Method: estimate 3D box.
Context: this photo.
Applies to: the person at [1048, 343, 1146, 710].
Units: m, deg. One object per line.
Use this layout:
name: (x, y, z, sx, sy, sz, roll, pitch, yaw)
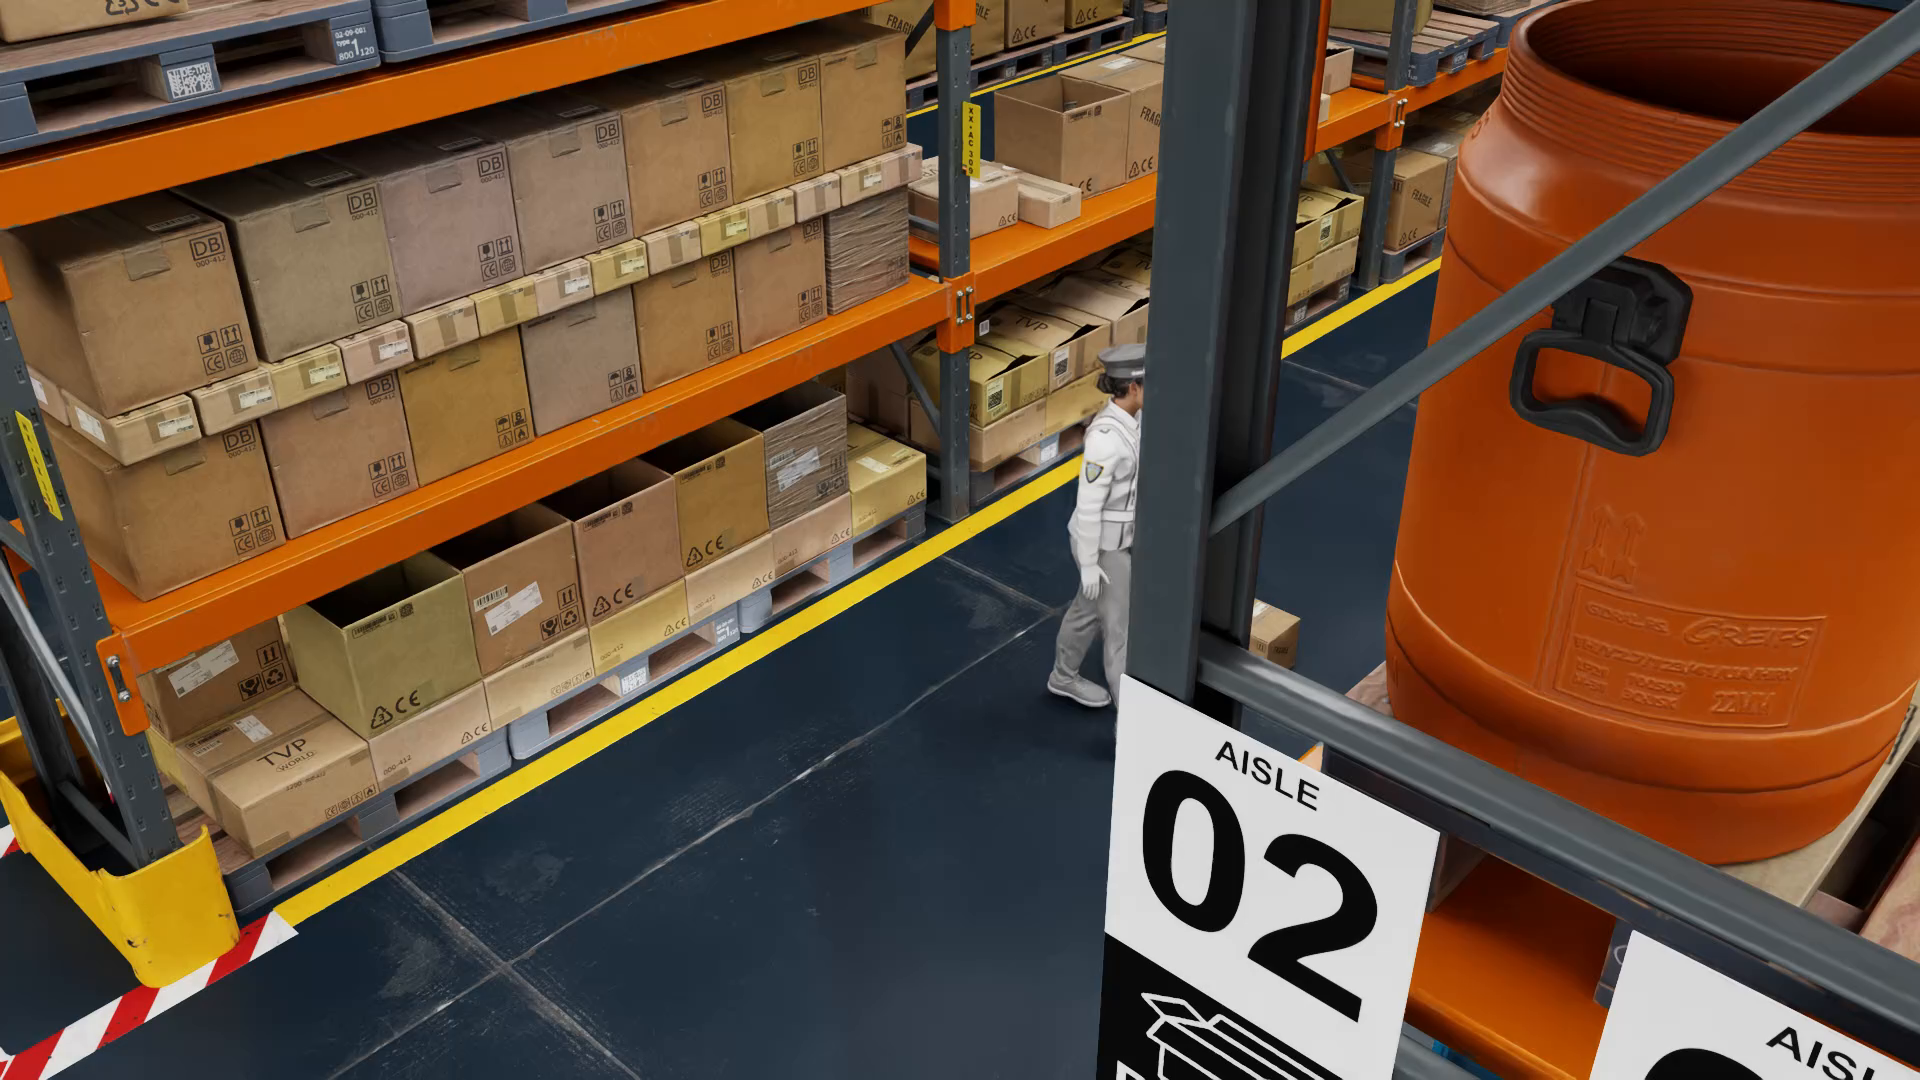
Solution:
person: (0.676, 0.020, 6.566, 0.679, 1.647, 0.536, 11, 33, 18)
